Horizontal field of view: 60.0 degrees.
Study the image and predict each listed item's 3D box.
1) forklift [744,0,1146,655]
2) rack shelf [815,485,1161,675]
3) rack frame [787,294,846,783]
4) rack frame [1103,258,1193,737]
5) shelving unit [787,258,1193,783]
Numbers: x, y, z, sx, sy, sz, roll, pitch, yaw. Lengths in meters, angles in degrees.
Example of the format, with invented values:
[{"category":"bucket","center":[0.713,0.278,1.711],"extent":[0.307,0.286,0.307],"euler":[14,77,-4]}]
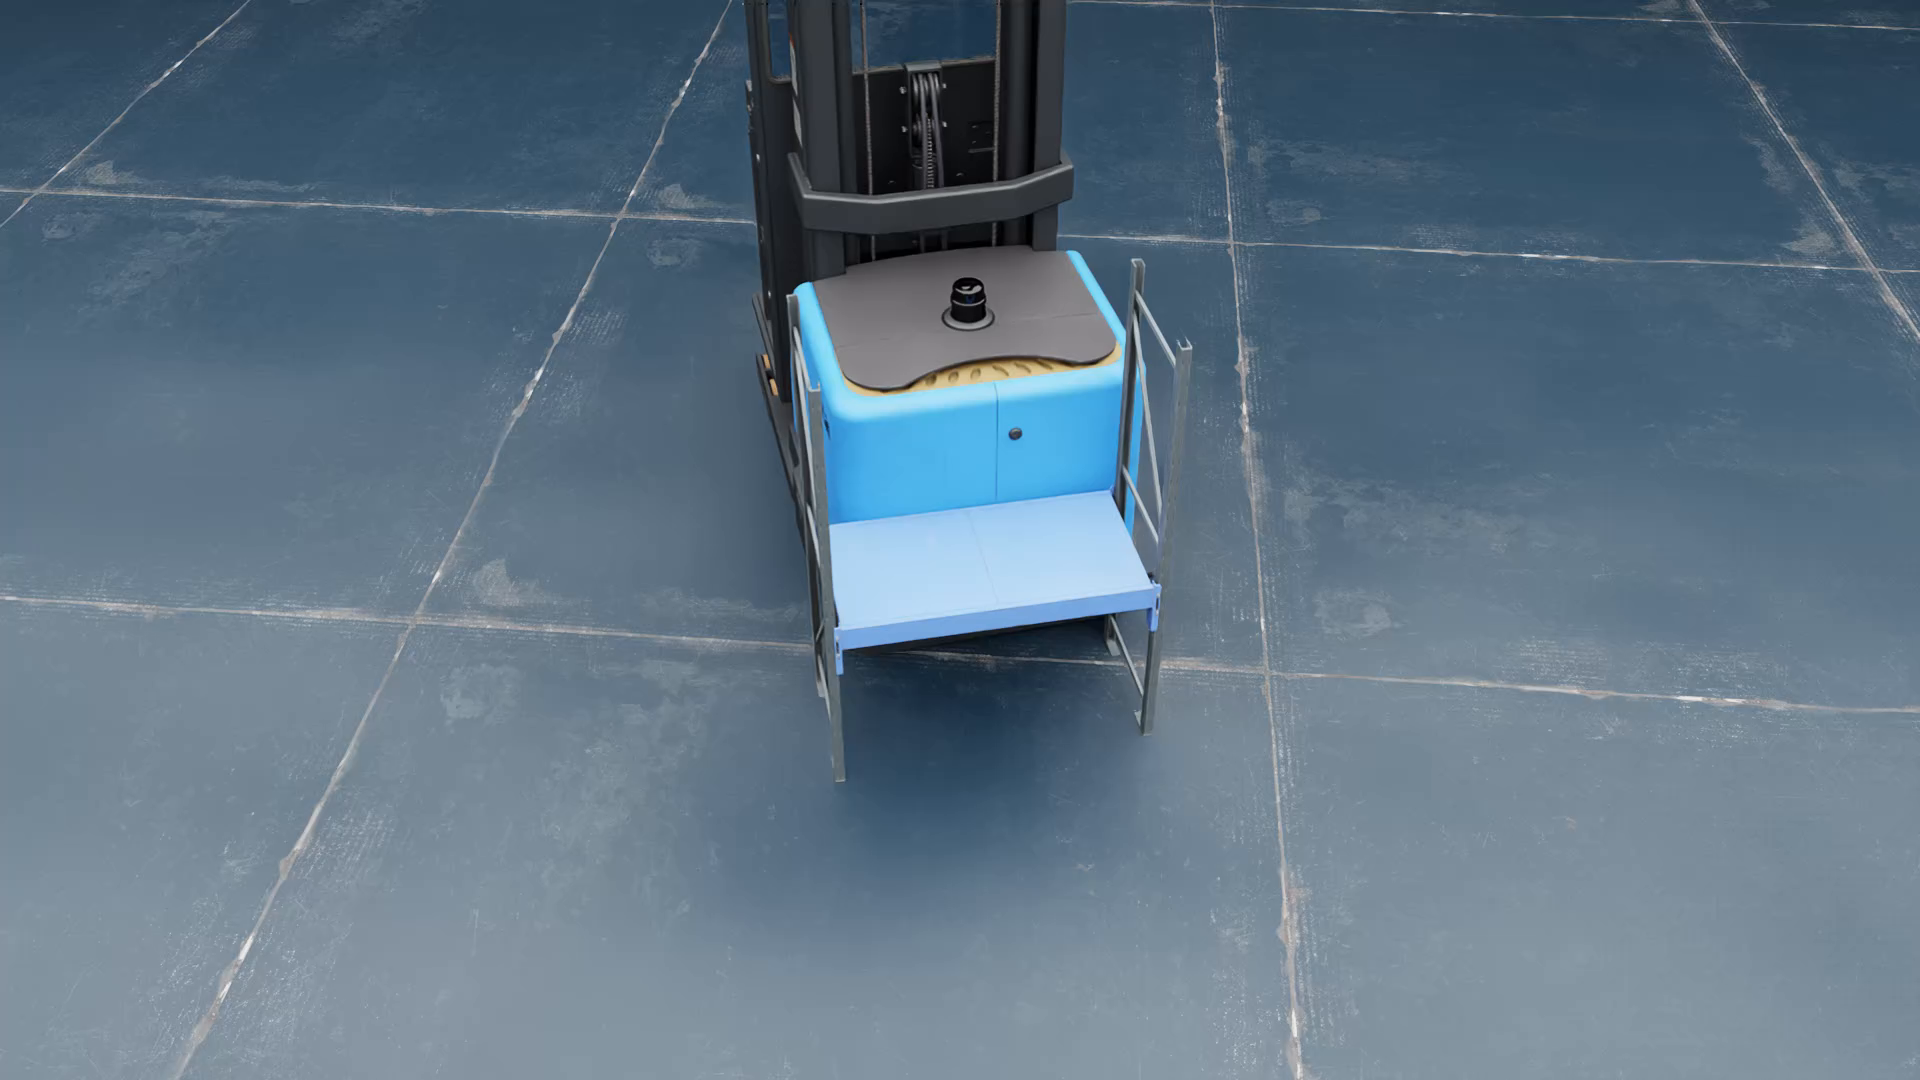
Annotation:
[{"category":"forklift","center":[-0.235,-1.684,5.997],"extent":[1.130,2.935,3.031],"euler":[-9,40,-10]},{"category":"rack shelf","center":[0.069,0.112,5.209],"extent":[1.000,0.185,0.538],"euler":[-7,40,-9]},{"category":"rack frame","center":[-0.429,0.037,5.017],"extent":[0.032,1.500,0.500],"euler":[-7,40,-9]},{"category":"rack frame","center":[0.567,-0.091,5.173],"extent":[0.032,1.500,0.500],"euler":[-7,40,-9]},{"category":"shelving unit","center":[0.069,-0.027,5.095],"extent":[1.048,1.500,0.538],"euler":[-7,40,-9]}]
